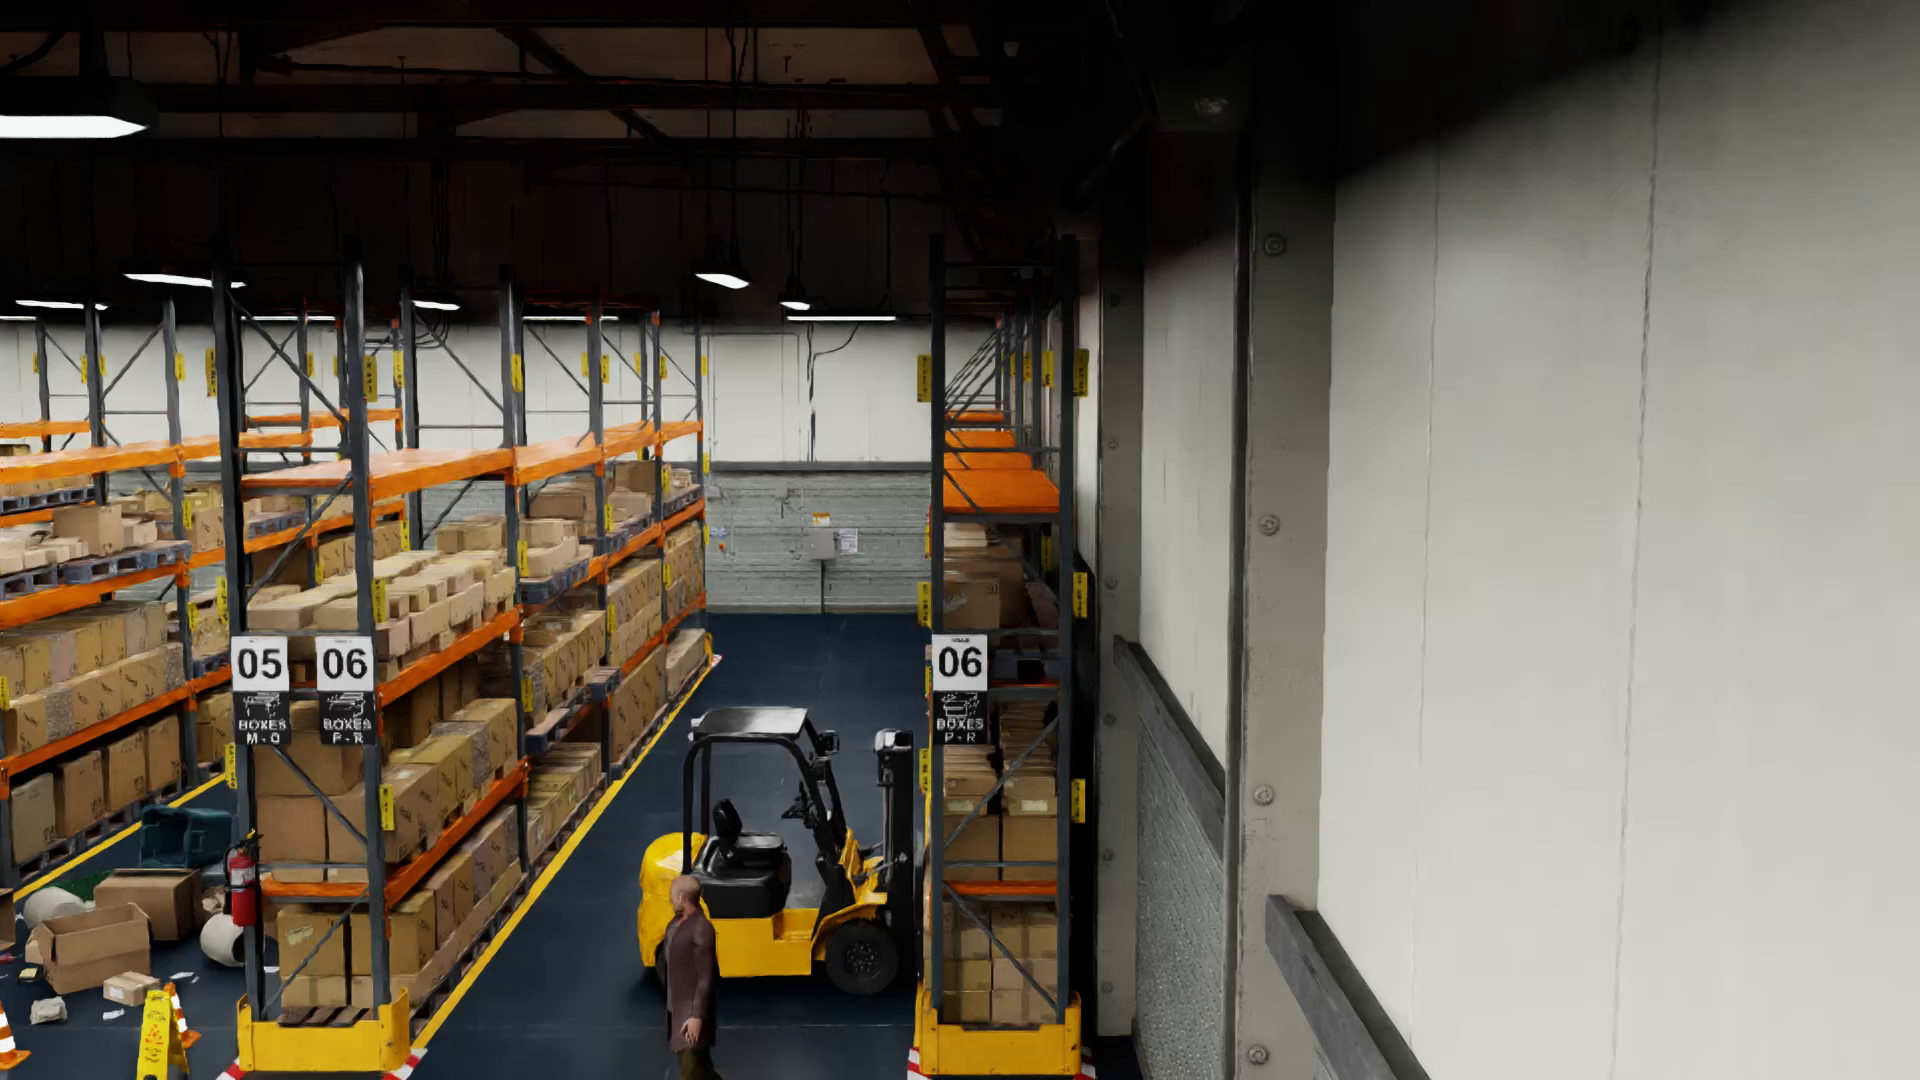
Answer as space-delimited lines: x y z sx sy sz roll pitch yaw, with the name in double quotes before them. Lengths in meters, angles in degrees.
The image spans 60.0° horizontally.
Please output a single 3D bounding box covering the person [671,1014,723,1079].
"person" -1.683 3.383 10.969 0.456 0.993 0.478 -3 7 -29
